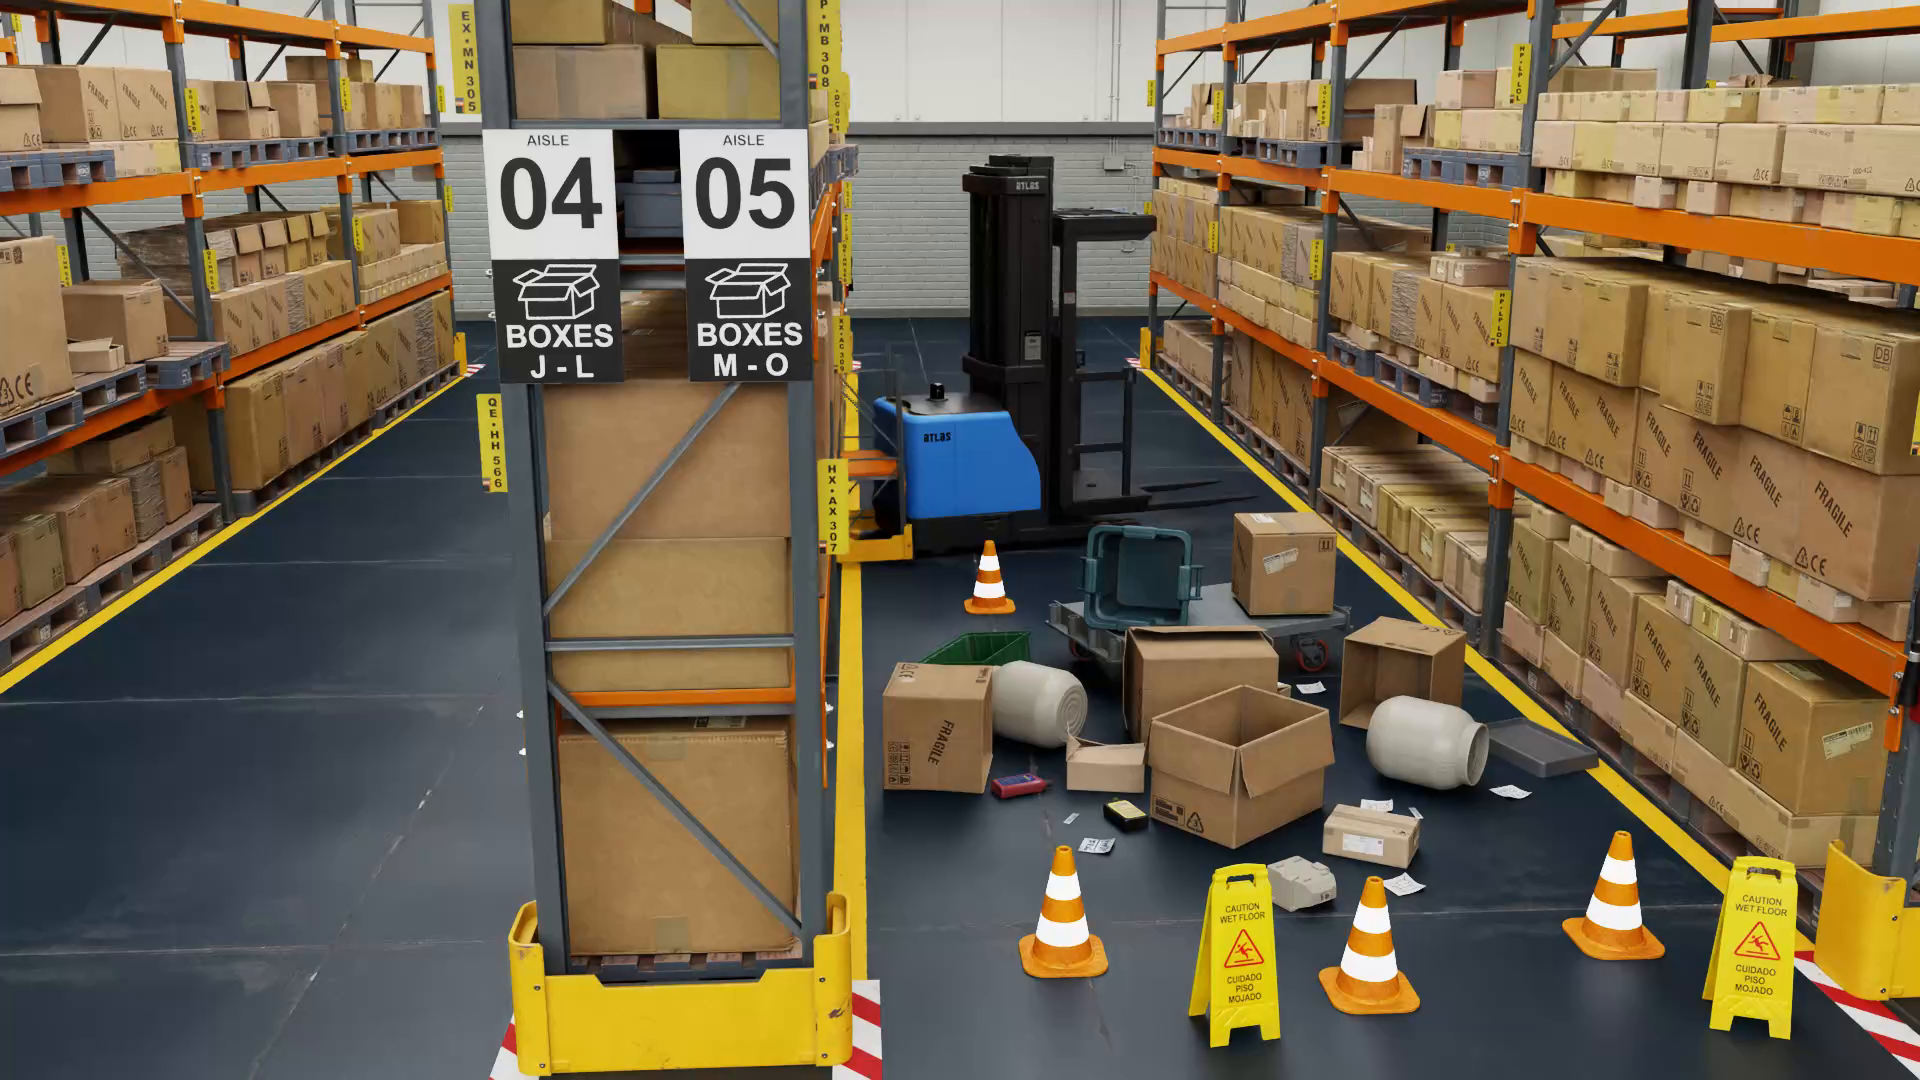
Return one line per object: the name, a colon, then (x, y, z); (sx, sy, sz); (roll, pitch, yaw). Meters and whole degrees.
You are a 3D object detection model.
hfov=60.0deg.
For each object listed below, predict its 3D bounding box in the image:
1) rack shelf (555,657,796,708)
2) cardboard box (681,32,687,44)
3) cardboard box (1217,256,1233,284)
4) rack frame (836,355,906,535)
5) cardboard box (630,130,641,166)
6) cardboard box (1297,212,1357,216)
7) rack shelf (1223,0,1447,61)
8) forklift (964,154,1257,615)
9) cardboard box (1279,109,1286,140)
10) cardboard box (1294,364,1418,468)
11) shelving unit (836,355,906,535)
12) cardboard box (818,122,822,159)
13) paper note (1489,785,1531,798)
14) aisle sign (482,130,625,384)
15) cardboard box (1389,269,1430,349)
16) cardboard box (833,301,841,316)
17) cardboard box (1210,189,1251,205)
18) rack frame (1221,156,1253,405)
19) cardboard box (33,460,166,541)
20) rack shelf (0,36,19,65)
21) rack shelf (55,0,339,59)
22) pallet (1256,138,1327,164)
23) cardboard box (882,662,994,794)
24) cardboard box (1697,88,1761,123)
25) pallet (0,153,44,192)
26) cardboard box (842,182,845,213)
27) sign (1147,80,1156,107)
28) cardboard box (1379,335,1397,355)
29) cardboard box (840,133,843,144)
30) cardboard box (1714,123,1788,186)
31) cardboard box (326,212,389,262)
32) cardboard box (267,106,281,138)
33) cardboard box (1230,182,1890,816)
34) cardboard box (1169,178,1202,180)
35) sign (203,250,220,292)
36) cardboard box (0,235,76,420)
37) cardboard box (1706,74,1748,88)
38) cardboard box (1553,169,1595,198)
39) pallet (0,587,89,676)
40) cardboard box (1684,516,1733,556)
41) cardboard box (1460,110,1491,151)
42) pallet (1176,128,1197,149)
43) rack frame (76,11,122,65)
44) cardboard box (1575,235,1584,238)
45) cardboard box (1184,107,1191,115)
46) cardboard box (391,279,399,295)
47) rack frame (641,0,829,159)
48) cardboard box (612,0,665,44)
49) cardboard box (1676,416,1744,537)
rack shelf: (-1.100, 0.076, 7.619); (0.919, 0.052, 3.809); (-1, 14, -3)
cardboard box: (-1.492, -2.324, 7.881); (0.380, 0.149, 0.250); (-1, 14, -4)
cardboard box: (2.961, -2.787, 17.138); (0.500, 0.250, 0.500); (-1, 14, -5)
rack frame: (-0.657, -0.581, 12.032); (0.500, 1.500, 0.032); (-3, 13, -6)
cardboard box: (-1.366, -1.433, 6.015); (0.380, 0.149, 0.250); (-1, 14, -3)
cardboard box: (3.545, -2.902, 16.079); (0.500, 0.500, 0.500); (0, 14, -2)
rack shelf: (3.339, -4.598, 15.082); (1.077, 0.370, 4.000); (-1, 14, -3)
forklift: (1.100, -1.334, 12.328); (3.086, 2.935, 2.622); (-5, 15, -19)
cardboard box: (3.028, -3.665, 14.658); (0.396, 0.266, 0.258); (-1, 14, -5)
cardboard box: (3.503, -1.084, 14.642); (0.875, 0.875, 0.875); (-1, 14, -4)
shelving unit: (-0.711, -0.686, 12.494); (0.500, 1.500, 0.985); (-3, 13, -6)
cardboard box: (-0.740, -1.570, 6.549); (0.380, 0.149, 0.250); (-1, 14, -3)
paper note: (2.708, 1.233, 8.173); (0.142, 0.019, 0.148); (-6, 16, -23)
aisle sign: (-1.271, -0.883, 5.219); (0.394, 0.787, 0.004); (-1, 14, -3)
cardboard box: (3.362, -1.631, 11.707); (0.500, 0.500, 0.500); (-1, 14, -6)
cardboard box: (-1.176, -1.576, 12.931); (0.500, 0.500, 0.500); (-1, 14, -3)
cardboard box: (2.878, -3.650, 17.684); (0.380, 0.149, 0.250); (-1, 14, -5)
rack frame: (3.218, -2.732, 17.624); (0.949, 2.616, 0.053); (-1, 14, -3)
cardboard box: (-6.320, -0.282, 12.238); (0.700, 0.500, 0.500); (-2, 15, -8)
rack shelf: (-11.743, -5.363, 18.057); (1.077, 0.370, 4.000); (-1, 14, -3)
rack shelf: (-6.552, -4.445, 14.488); (1.077, 0.370, 4.000); (-1, 14, -3)
pallet: (3.298, -3.536, 15.107); (1.003, 0.211, 1.213); (0, 14, -1)
cardboard box: (-0.103, 0.939, 8.368); (0.500, 0.500, 0.500); (2, 15, 6)
cardboard box: (3.514, -1.925, 7.372); (0.380, 0.149, 0.250); (-1, 14, -2)
pallet: (-6.112, -2.106, 9.549); (1.213, 0.211, 1.003); (-1, 14, -3)
cardboard box: (-1.618, -3.937, 19.502); (0.500, 0.500, 0.500); (0, 14, -1)
sign: (2.413, -5.634, 20.970); (0.100, 0.325, 0.005); (-1, 14, -3)
cardboard box: (3.342, -1.468, 12.373); (0.380, 0.149, 0.250); (0, 14, 0)
cardboard box: (-1.484, -4.129, 17.337); (0.500, 0.250, 0.500); (0, 14, -1)
cardboard box: (3.591, -1.649, 7.098); (0.500, 0.250, 0.500); (0, 14, -2)
cardboard box: (-6.473, -3.259, 17.872); (0.500, 0.500, 0.500); (-1, 14, -3)
cardboard box: (-6.698, -3.917, 15.548); (0.500, 0.311, 0.500); (-1, 14, -5)
cardboard box: (3.460, -1.541, 13.179); (0.853, 1.989, 13.684); (-1, 14, -3)
cardboard box: (2.800, -4.417, 20.663); (0.380, 0.149, 0.250); (-1, 14, -2)
sign: (-5.887, -2.117, 13.070); (0.100, 0.325, 0.005); (-1, 14, -3)
cardboard box: (-6.134, -1.102, 9.663); (1.134, 1.210, 1.638); (-1, 14, -3)
cardboard box: (7.839, -4.657, 17.117); (0.396, 0.266, 0.258); (-1, 14, -4)
cardboard box: (3.443, -1.926, 8.976); (0.380, 0.149, 0.250); (-1, 14, -3)
pallet: (-6.230, 0.568, 10.396); (1.003, 0.211, 1.213); (-1, 14, -3)
cardboard box: (3.573, -0.032, 7.637); (0.380, 0.149, 0.250); (-1, 14, -4)
cardboard box: (3.504, -2.595, 10.529); (0.500, 0.250, 0.500); (-1, 14, -3)
pallet: (3.102, -4.648, 19.229); (1.003, 0.211, 1.213); (-1, 14, -3)
rack frame: (-6.425, -4.489, 12.415); (0.949, 2.616, 0.053); (-1, 14, -3)
cardboard box: (8.214, -3.765, 21.344); (0.500, 0.250, 0.500); (0, 14, -2)
cardboard box: (3.085, -5.248, 20.641); (0.500, 0.250, 0.500); (-2, 15, -9)
cardboard box: (-6.430, -2.796, 18.376); (0.380, 0.149, 0.250); (-1, 14, -4)
rack frame: (-1.224, -3.546, 8.749); (1.000, 3.000, 0.127); (-1, 14, -3)
cardboard box: (-1.390, -1.914, 6.287); (0.388, 0.149, 1.526); (-1, 14, -3)
cardboard box: (3.596, -0.320, 7.451); (0.500, 0.500, 0.500); (-1, 14, -4)
